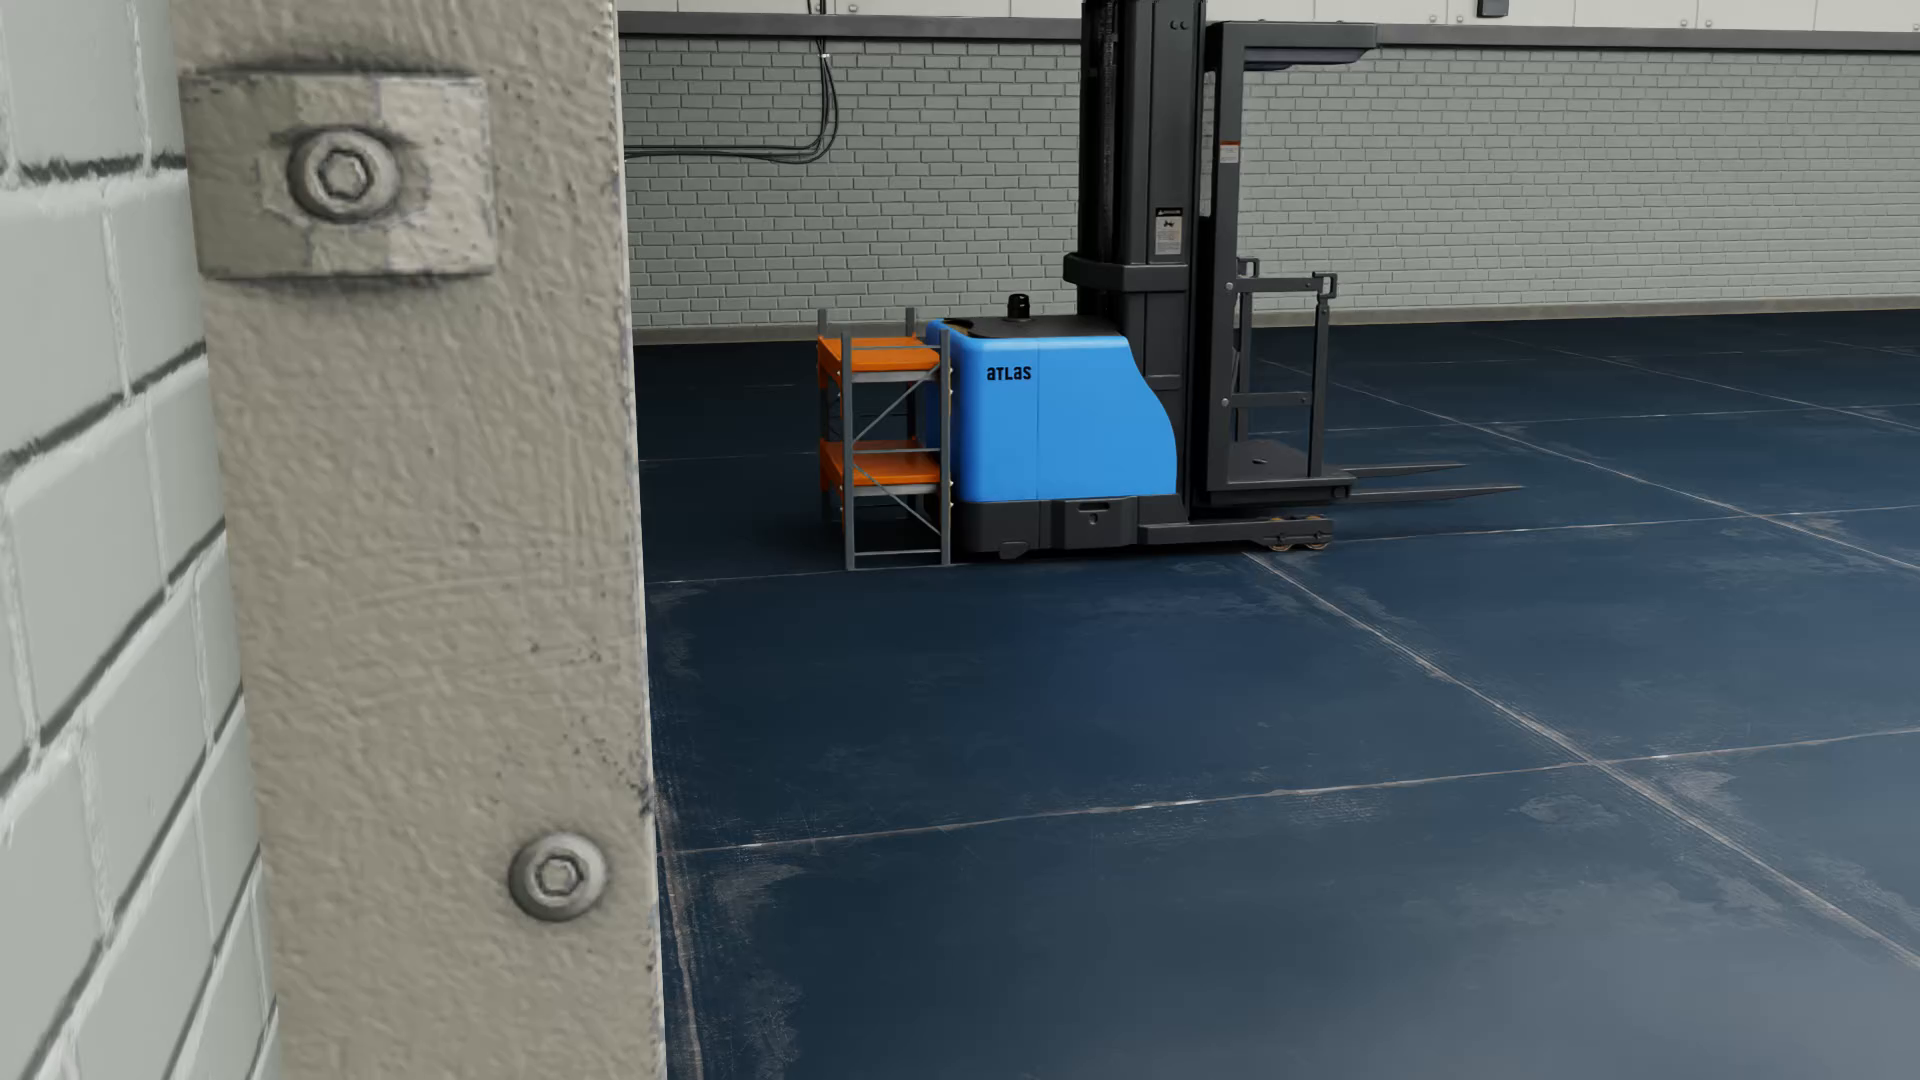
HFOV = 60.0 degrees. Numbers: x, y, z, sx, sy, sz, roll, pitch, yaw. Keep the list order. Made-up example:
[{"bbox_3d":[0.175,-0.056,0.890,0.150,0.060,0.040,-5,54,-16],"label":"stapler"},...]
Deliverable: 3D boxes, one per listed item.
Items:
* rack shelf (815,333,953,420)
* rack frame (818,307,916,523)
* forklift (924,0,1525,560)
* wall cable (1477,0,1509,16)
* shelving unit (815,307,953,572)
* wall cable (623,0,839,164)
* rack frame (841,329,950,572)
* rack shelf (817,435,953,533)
[{"bbox_3d":[-0.389,-0.815,8.159,0.538,0.278,1.000,-3,14,-10],"label":"rack shelf"},{"bbox_3d":[-0.483,-0.649,8.714,0.500,1.125,0.032,-3,14,-10],"label":"rack frame"},{"bbox_3d":[1.381,-1.486,8.332,3.031,2.935,1.130,-3,14,-12],"label":"forklift"},{"bbox_3d":[6.562,-8.464,16.944,2.305,6.003,0.169,-3,14,-13],"label":"wall cable"},{"bbox_3d":[-0.389,-0.531,8.229,0.538,1.125,1.048,-3,14,-10],"label":"shelving unit"},{"bbox_3d":[-2.670,-4.778,15.565,3.097,2.526,0.112,-3,14,-13],"label":"wall cable"},{"bbox_3d":[-0.295,-0.412,7.743,0.500,1.125,0.032,-3,14,-10],"label":"rack frame"},{"bbox_3d":[-0.389,-0.293,8.287,0.538,0.278,1.000,-3,14,-10],"label":"rack shelf"}]
